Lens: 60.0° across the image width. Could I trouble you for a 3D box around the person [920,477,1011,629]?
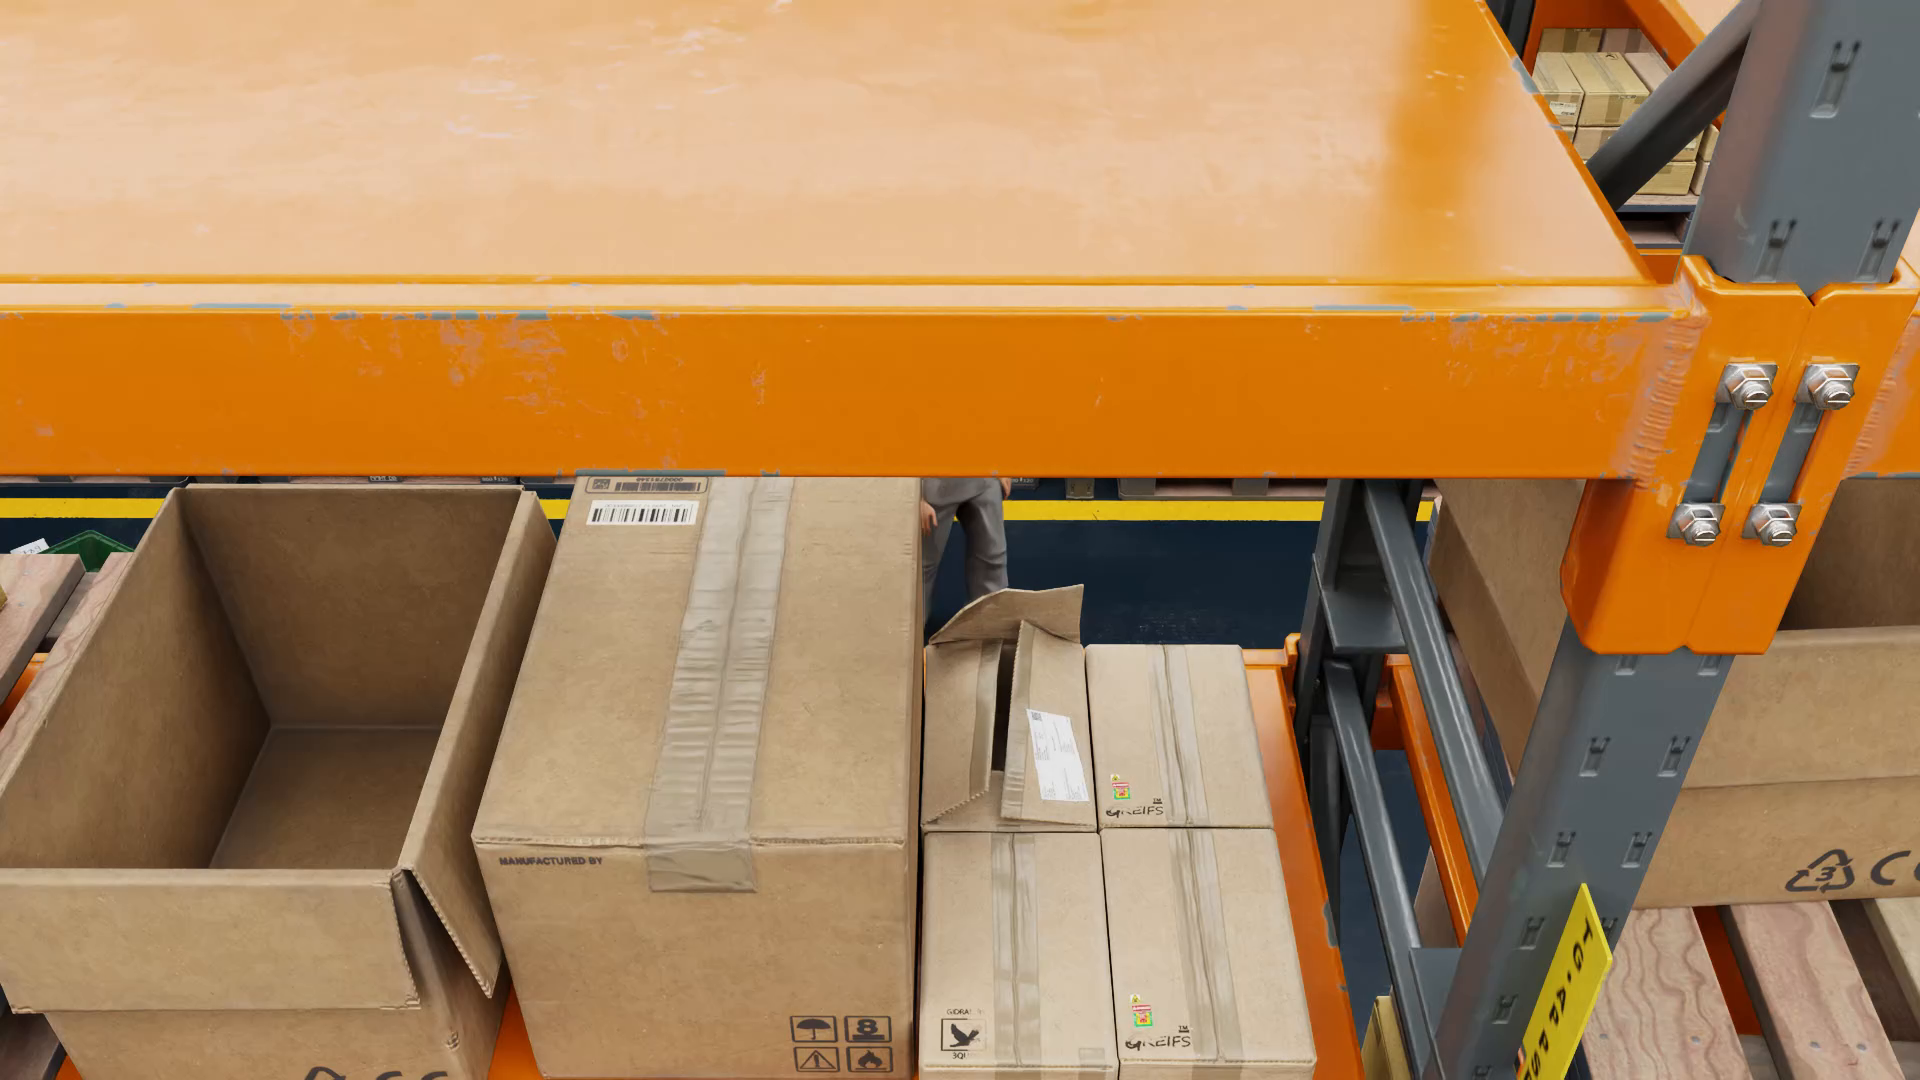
[{"bbox_3d":[-0.022,-0.200,6.370,0.519,1.669,0.496,-20,44,-23],"label":"person"}]
